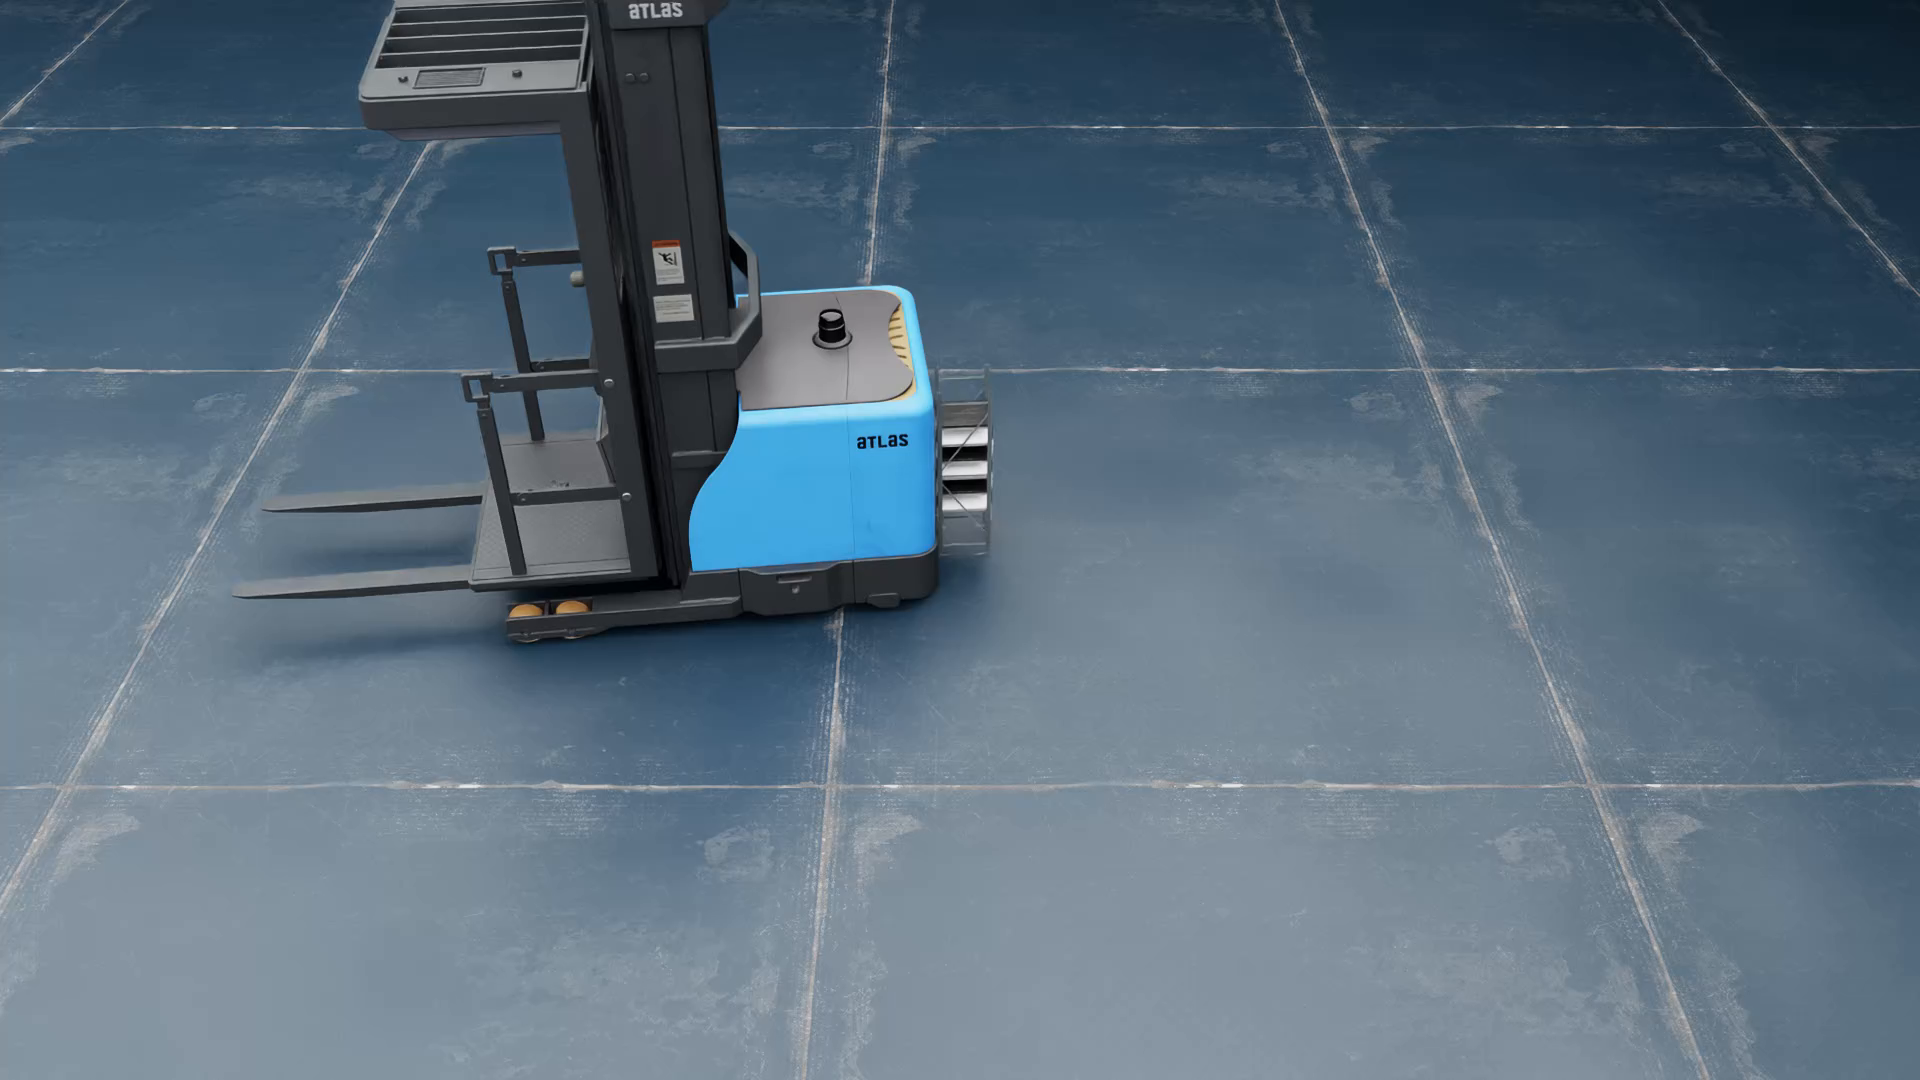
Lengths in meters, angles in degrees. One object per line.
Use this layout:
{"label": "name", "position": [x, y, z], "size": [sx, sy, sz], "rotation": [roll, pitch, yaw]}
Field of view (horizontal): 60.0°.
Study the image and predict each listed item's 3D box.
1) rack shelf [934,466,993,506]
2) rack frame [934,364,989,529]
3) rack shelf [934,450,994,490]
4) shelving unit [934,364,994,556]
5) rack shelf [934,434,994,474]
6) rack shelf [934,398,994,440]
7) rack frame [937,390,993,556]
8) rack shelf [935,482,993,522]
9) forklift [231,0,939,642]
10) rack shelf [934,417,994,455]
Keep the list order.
{"label": "rack shelf", "position": [0.013, -0.251, 7.540], "size": [0.258, 0.077, 0.200], "rotation": [-3, 39, -3]}
{"label": "rack frame", "position": [0.005, -0.410, 7.542], "size": [0.240, 0.900, 0.006], "rotation": [-3, 39, -3]}
{"label": "rack shelf", "position": [0.013, -0.321, 7.484], "size": [0.258, 0.077, 0.200], "rotation": [-3, 39, -3]}
{"label": "shelving unit", "position": [0.013, -0.347, 7.463], "size": [0.258, 0.900, 0.210], "rotation": [-3, 39, -3]}
{"label": "rack shelf", "position": [0.013, -0.391, 7.428], "size": [0.258, 0.077, 0.200], "rotation": [-3, 39, -3]}
{"label": "rack shelf", "position": [0.013, -0.532, 7.315], "size": [0.258, 0.077, 0.200], "rotation": [-3, 39, -3]}
{"label": "rack frame", "position": [0.020, -0.284, 7.384], "size": [0.240, 0.900, 0.006], "rotation": [-3, 39, -3]}
{"label": "rack shelf", "position": [0.013, -0.181, 7.597], "size": [0.258, 0.077, 0.200], "rotation": [-3, 39, -3]}
{"label": "forklift", "position": [-1.649, -1.052, 6.719], "size": [3.031, 2.935, 1.130], "rotation": [-4, 39, -5]}
{"label": "rack shelf", "position": [0.013, -0.462, 7.372], "size": [0.258, 0.077, 0.200], "rotation": [-3, 39, -3]}
